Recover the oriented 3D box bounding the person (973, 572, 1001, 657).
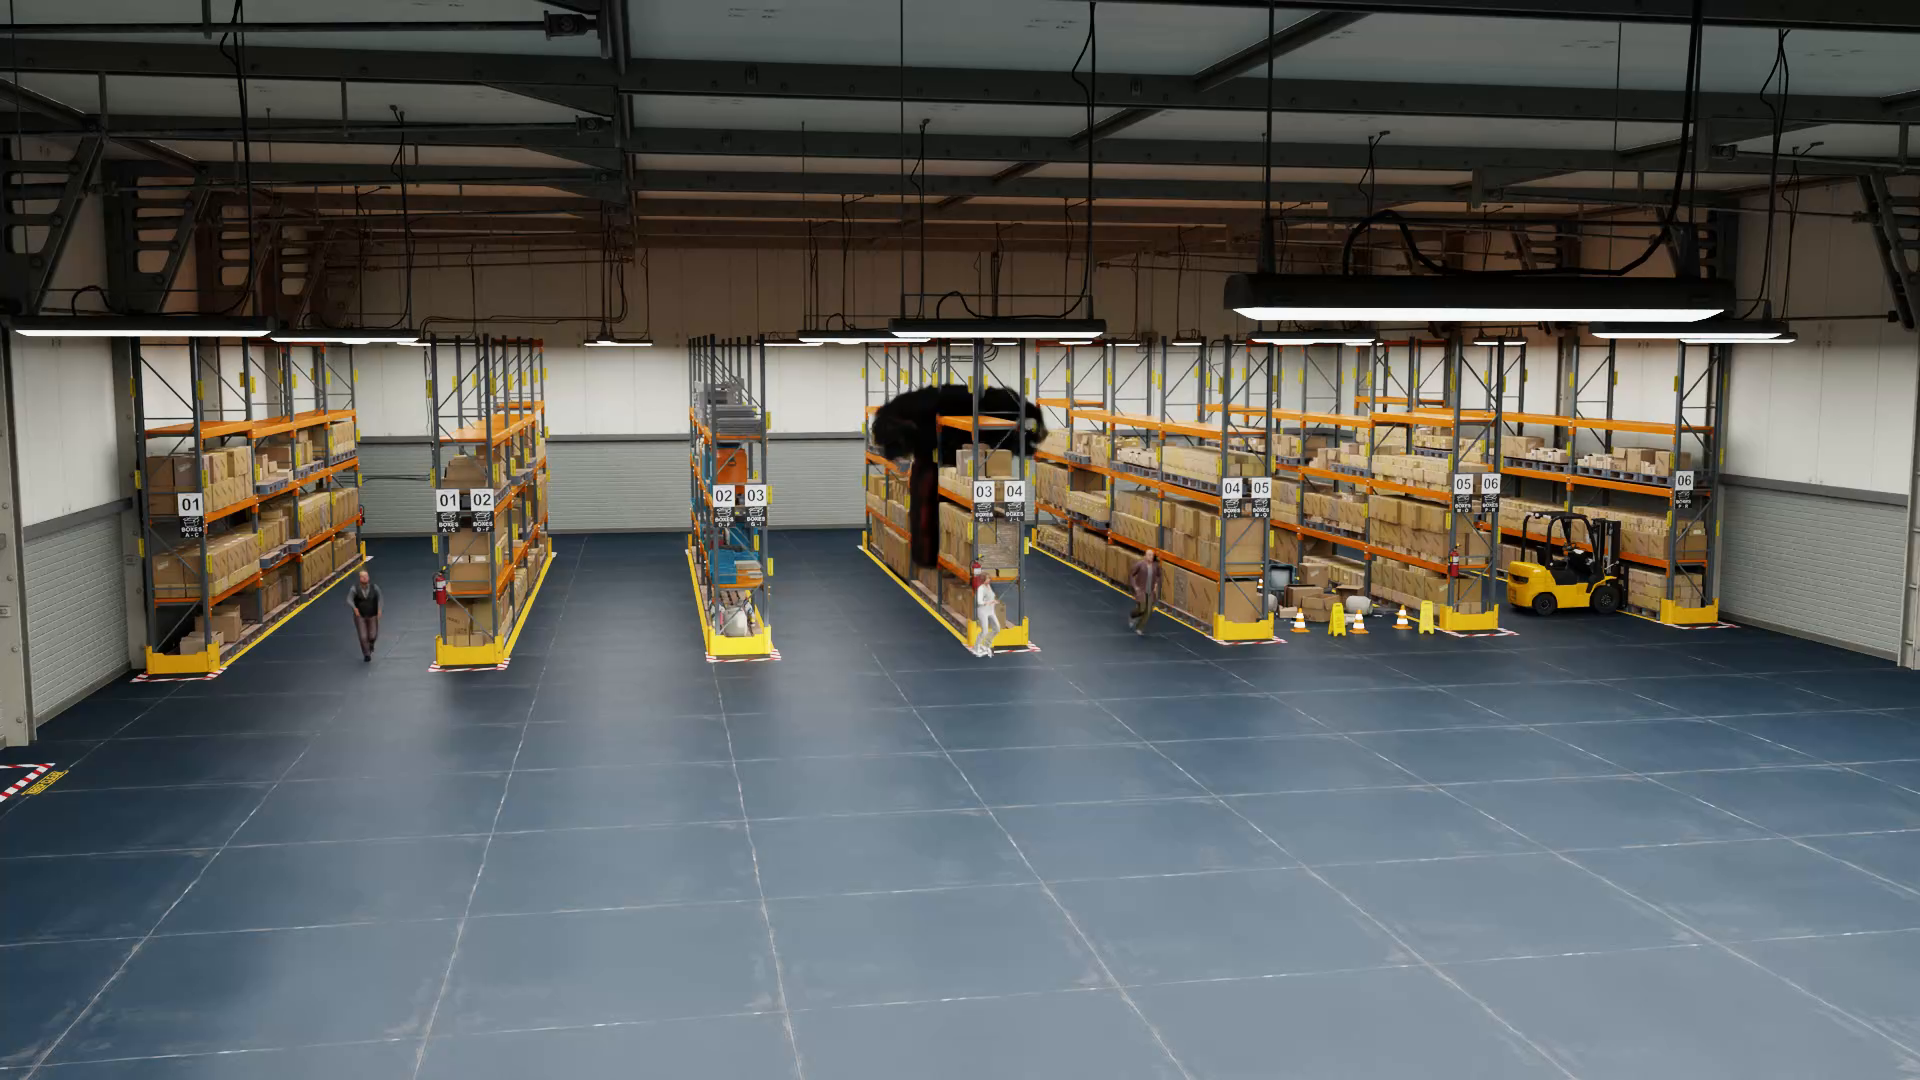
[{"bbox_3d":[0.510,1.408,30.914,0.620,1.578,0.515,4,8,33],"label":"person"}]

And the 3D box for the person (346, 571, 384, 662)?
[{"bbox_3d":[-10.940,1.403,30.615,0.662,1.680,0.602,-3,7,-25],"label":"person"}]

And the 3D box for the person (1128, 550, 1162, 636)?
[{"bbox_3d":[3.746,1.044,33.603,0.700,1.713,0.644,-2,7,-20],"label":"person"}]

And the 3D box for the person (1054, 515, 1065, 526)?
[{"bbox_3d":[3.106,-0.875,50.209,0.587,1.722,0.703,-3,7,-23],"label":"person"}]
